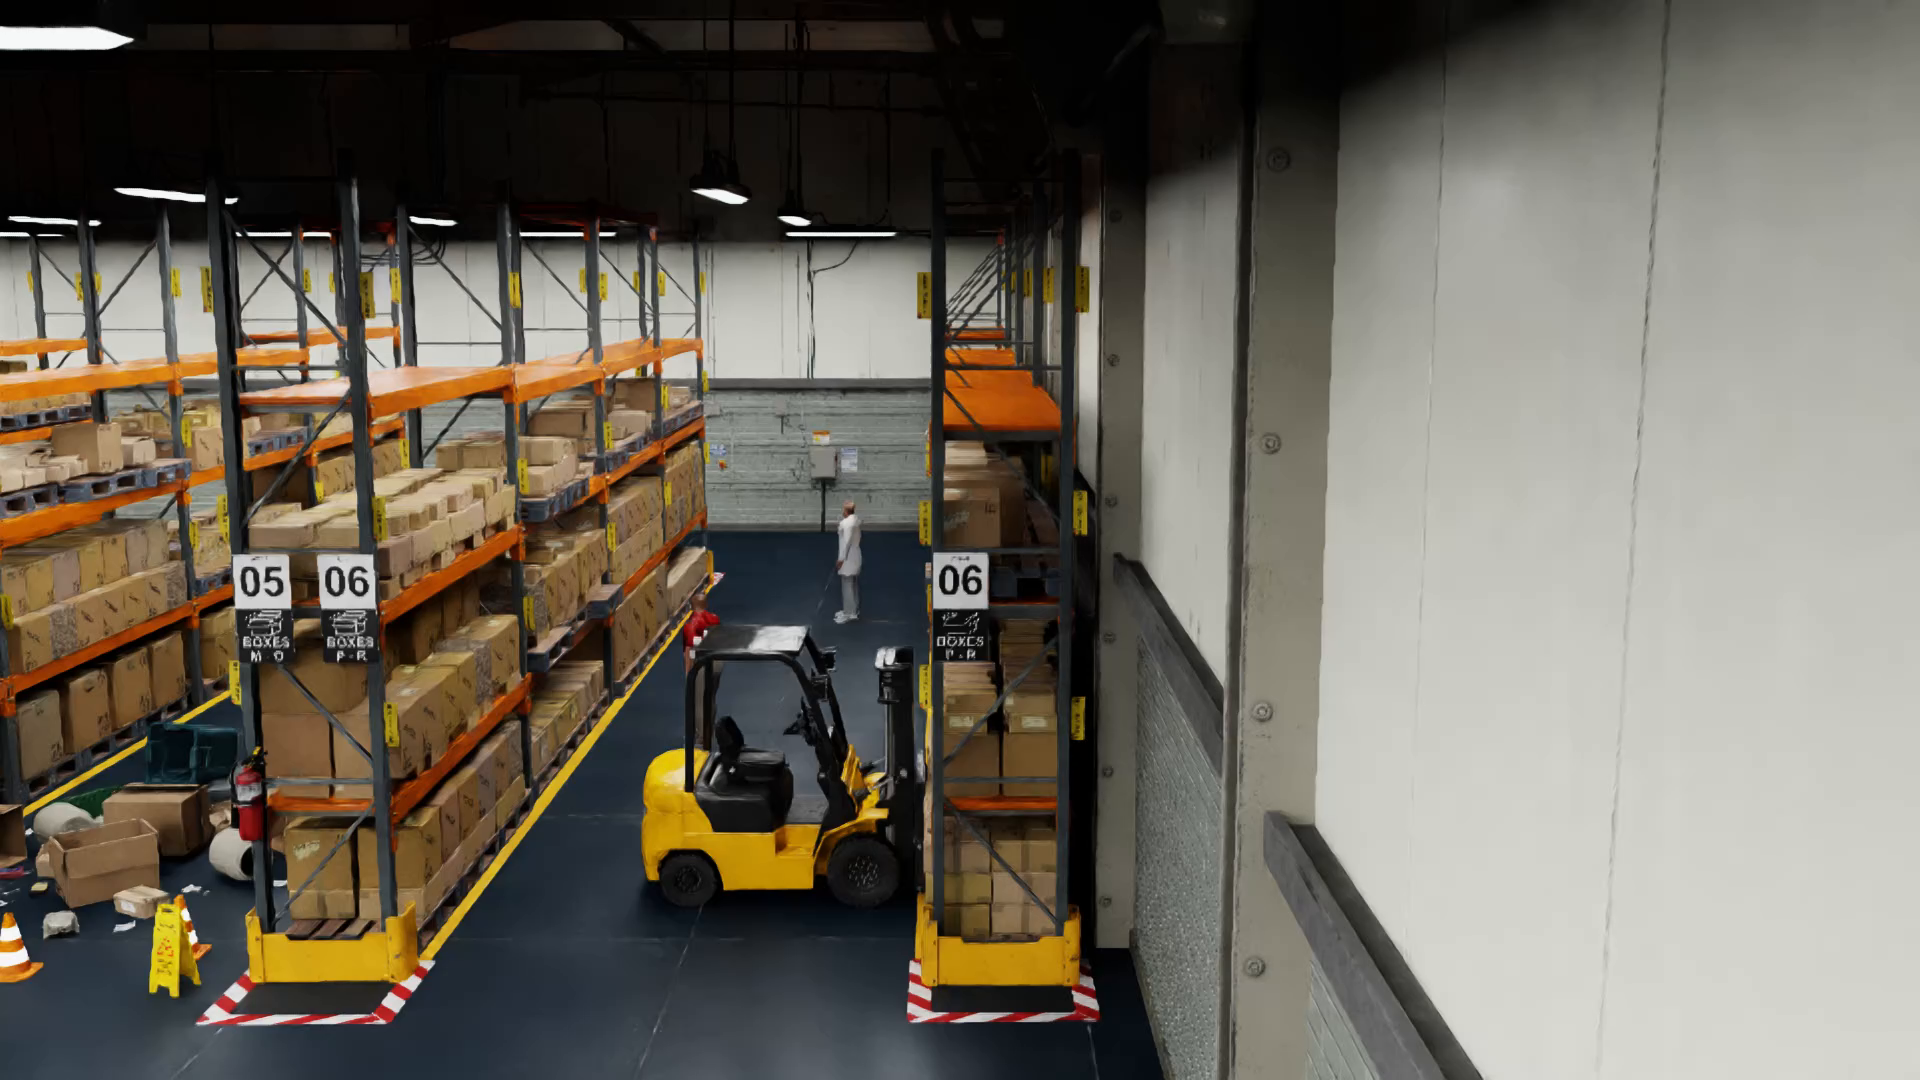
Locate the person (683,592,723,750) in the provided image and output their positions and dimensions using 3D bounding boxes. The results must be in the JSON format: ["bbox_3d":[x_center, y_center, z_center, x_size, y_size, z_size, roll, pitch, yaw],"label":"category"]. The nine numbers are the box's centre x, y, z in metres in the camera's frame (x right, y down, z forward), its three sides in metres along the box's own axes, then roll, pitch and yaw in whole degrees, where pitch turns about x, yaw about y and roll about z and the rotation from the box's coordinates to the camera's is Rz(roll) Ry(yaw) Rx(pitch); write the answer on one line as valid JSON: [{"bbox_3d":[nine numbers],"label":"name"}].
[{"bbox_3d":[-2.863,1.418,18.156,0.491,1.721,0.586,5,10,29],"label":"person"}]

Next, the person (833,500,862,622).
[{"bbox_3d":[-1.697,0.303,24.998,0.427,1.825,0.624,2,9,15],"label":"person"}]
